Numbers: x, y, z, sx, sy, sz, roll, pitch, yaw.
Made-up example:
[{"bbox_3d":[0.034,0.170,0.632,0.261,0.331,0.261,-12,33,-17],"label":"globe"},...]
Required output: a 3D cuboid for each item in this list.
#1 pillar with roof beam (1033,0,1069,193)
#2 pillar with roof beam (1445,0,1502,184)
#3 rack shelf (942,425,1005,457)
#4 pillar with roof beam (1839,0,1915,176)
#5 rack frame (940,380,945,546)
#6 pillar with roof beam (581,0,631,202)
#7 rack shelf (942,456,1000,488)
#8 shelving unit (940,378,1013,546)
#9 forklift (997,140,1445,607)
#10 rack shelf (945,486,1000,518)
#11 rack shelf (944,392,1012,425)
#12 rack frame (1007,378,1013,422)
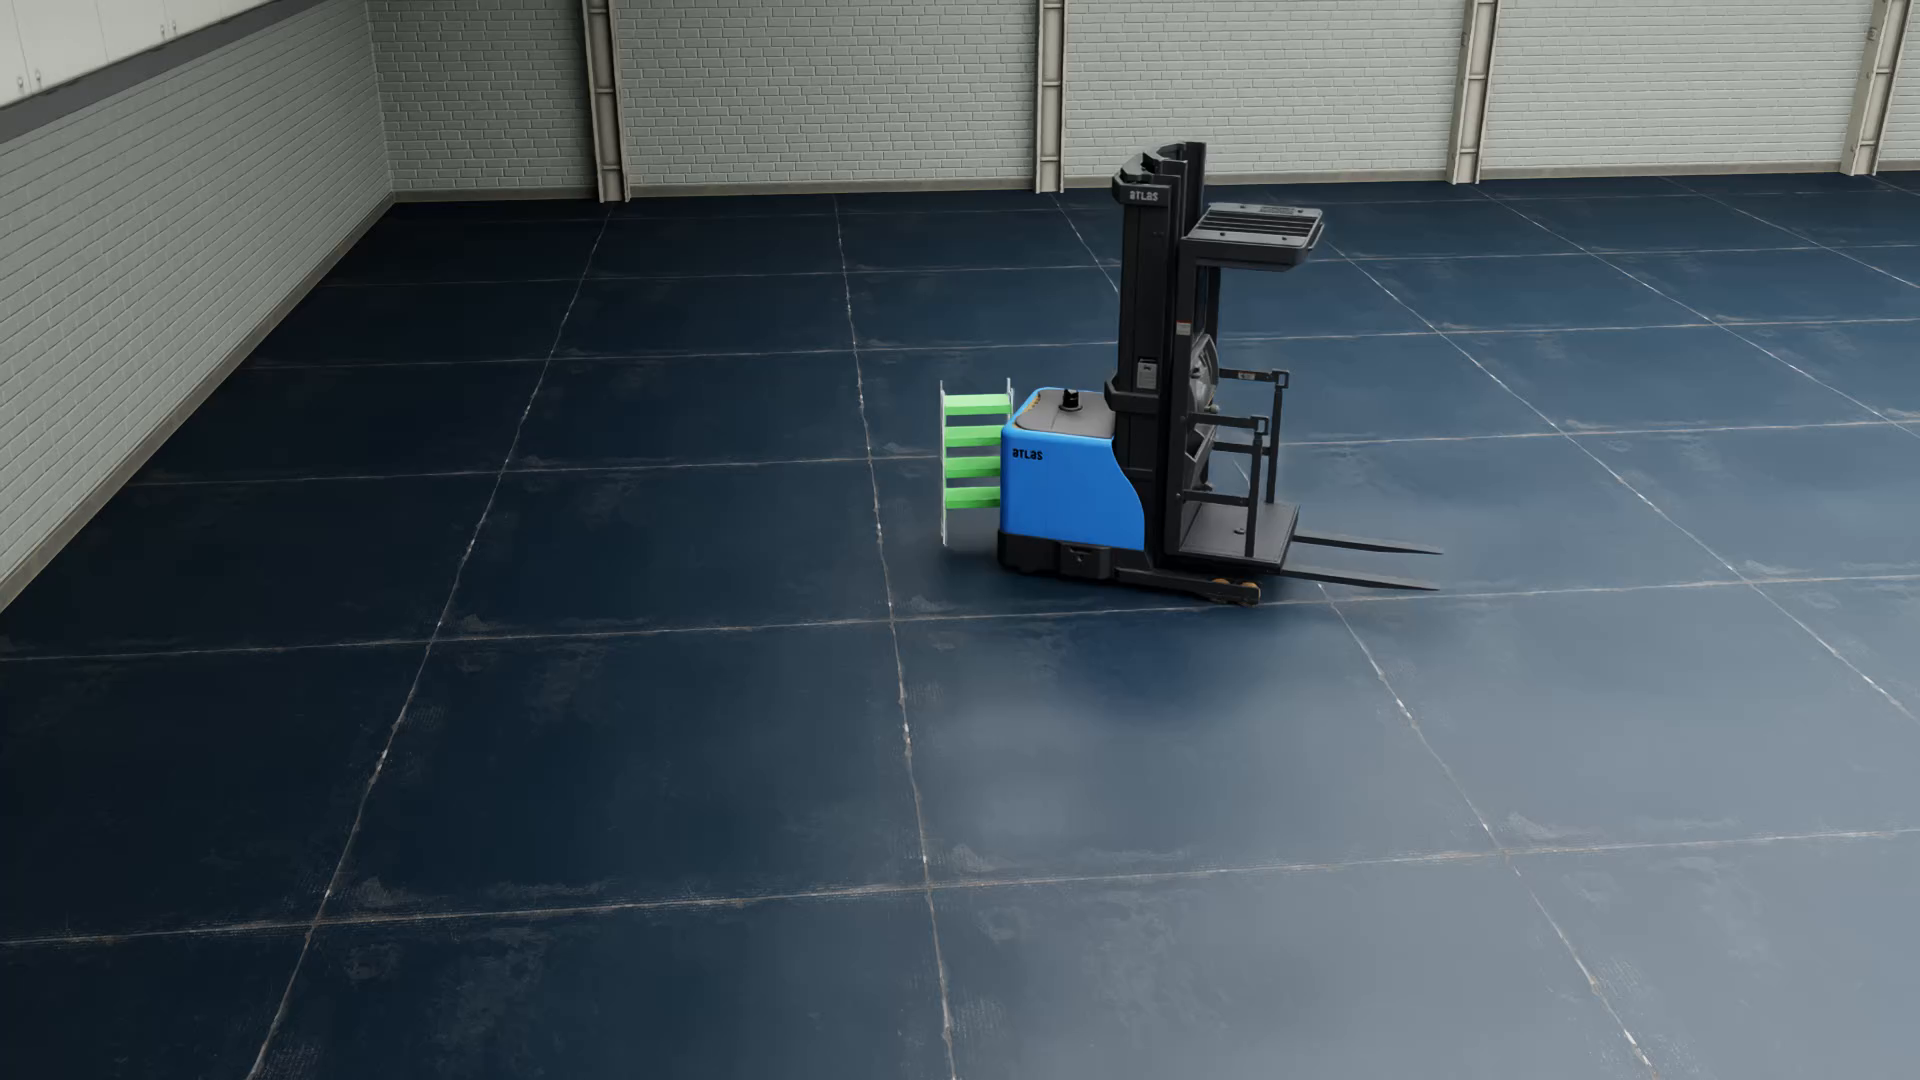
[{"bbox_3d":[1.661,-7.282,17.615,0.400,9.000,9.100,-2,24,-5],"label":"pillar with roof beam"},{"bbox_3d":[7.632,-7.522,18.154,0.400,9.000,9.100,-2,24,-5],"label":"pillar with roof beam"},{"bbox_3d":[0.117,-0.723,12.026,0.480,0.148,0.258,-2,24,-5],"label":"rack shelf"},{"bbox_3d":[13.603,-7.761,18.693,0.400,9.000,9.100,-2,24,-5],"label":"pillar with roof beam"},{"bbox_3d":[-0.126,-0.553,12.076,0.015,1.200,0.240,-2,24,-5],"label":"rack frame"},{"bbox_3d":[-4.310,-7.043,17.076,0.400,9.000,9.100,-2,24,-5],"label":"pillar with roof beam"},{"bbox_3d":[0.117,-0.503,12.123,0.480,0.148,0.258,-2,24,-5],"label":"rack shelf"},{"bbox_3d":[0.117,-0.562,12.097,0.503,1.200,0.258,-2,24,-5],"label":"shelving unit"},{"bbox_3d":[1.840,-1.126,11.234,3.031,2.935,1.130,7,25,16],"label":"forklift"},{"bbox_3d":[0.117,-0.284,12.220,0.480,0.148,0.258,-2,24,-5],"label":"rack shelf"},{"bbox_3d":[0.117,-0.942,11.928,0.480,0.148,0.258,-2,24,-5],"label":"rack shelf"},{"bbox_3d":[0.360,-0.571,12.118,0.015,1.200,0.240,-2,24,-5],"label":"rack frame"}]
